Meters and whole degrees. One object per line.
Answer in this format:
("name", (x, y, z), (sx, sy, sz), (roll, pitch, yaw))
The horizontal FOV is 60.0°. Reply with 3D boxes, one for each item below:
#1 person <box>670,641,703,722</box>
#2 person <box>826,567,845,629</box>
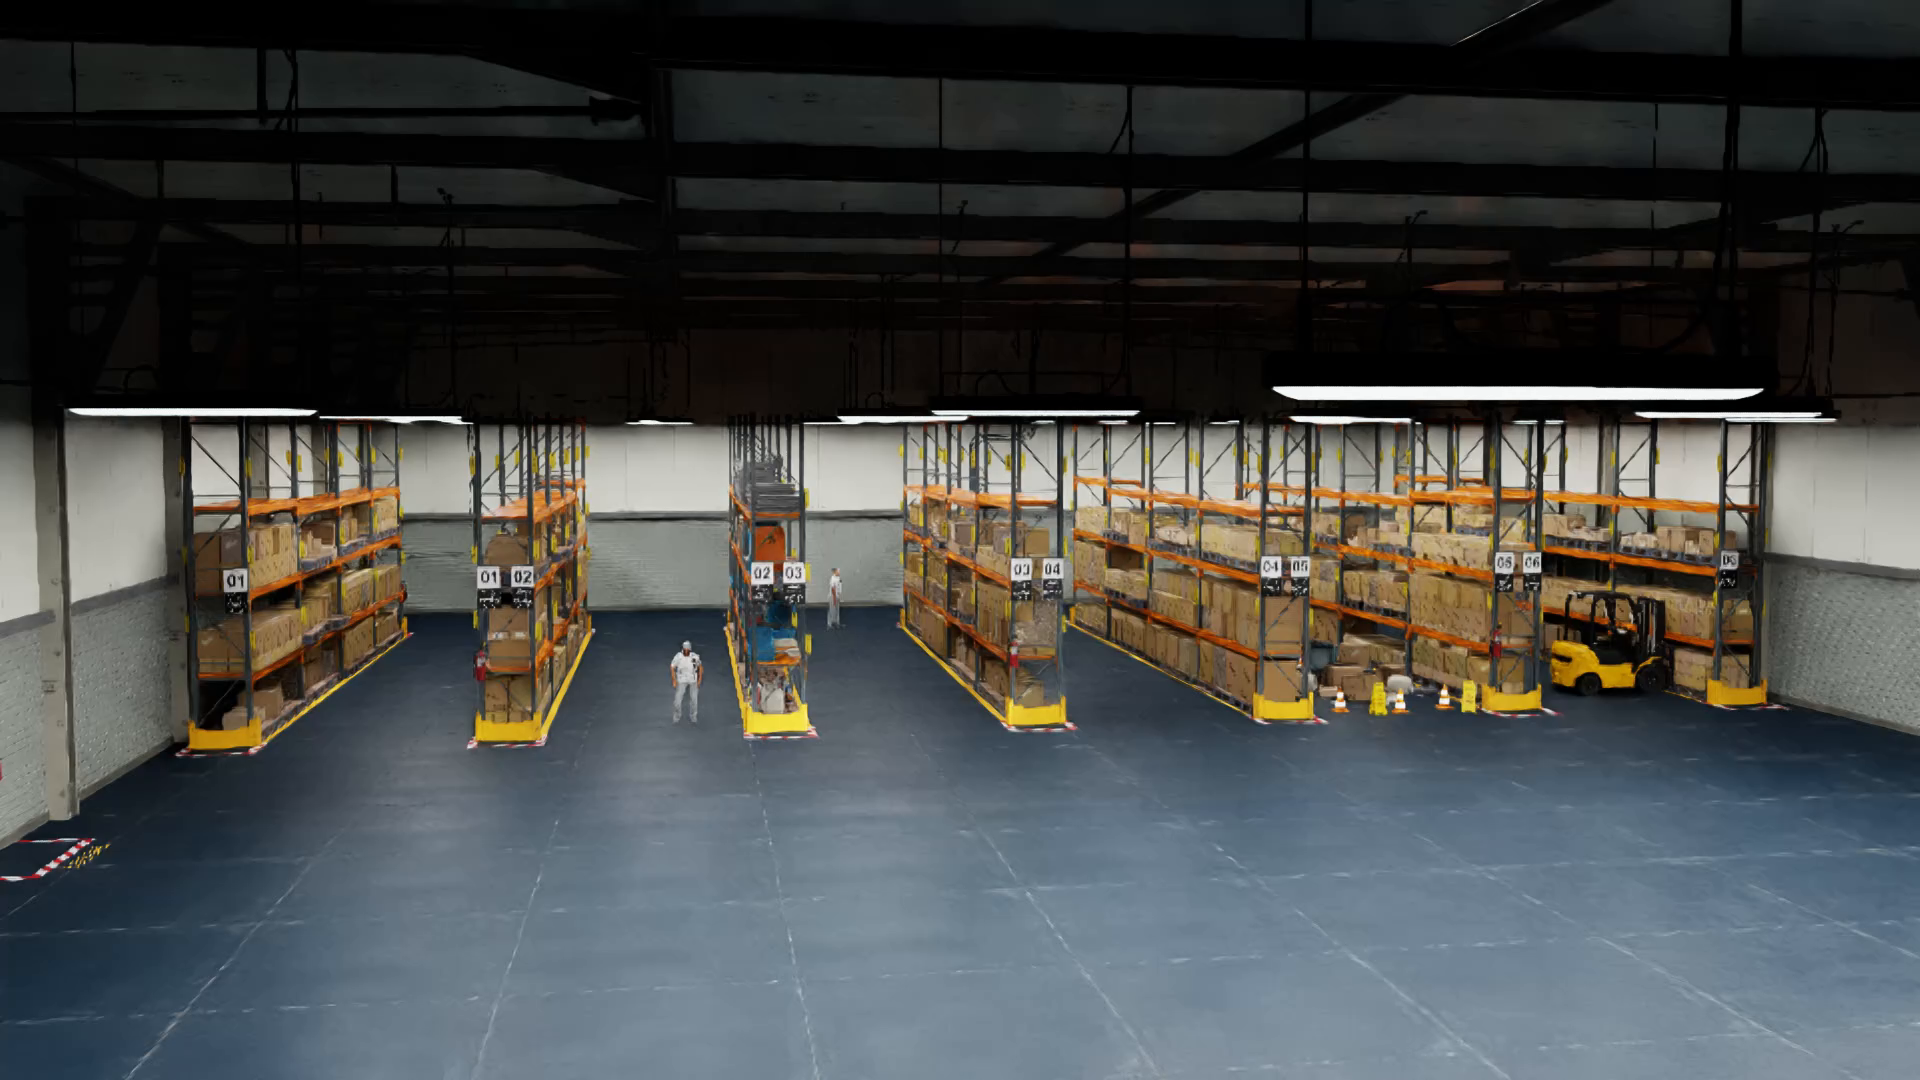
("person", (-5.287, 2.739, 32.163), (0.625, 1.611, 0.582), (-1, 4, -11))
("person", (-3.545, 1.632, 47.256), (0.513, 1.748, 0.657), (0, 4, -1))
